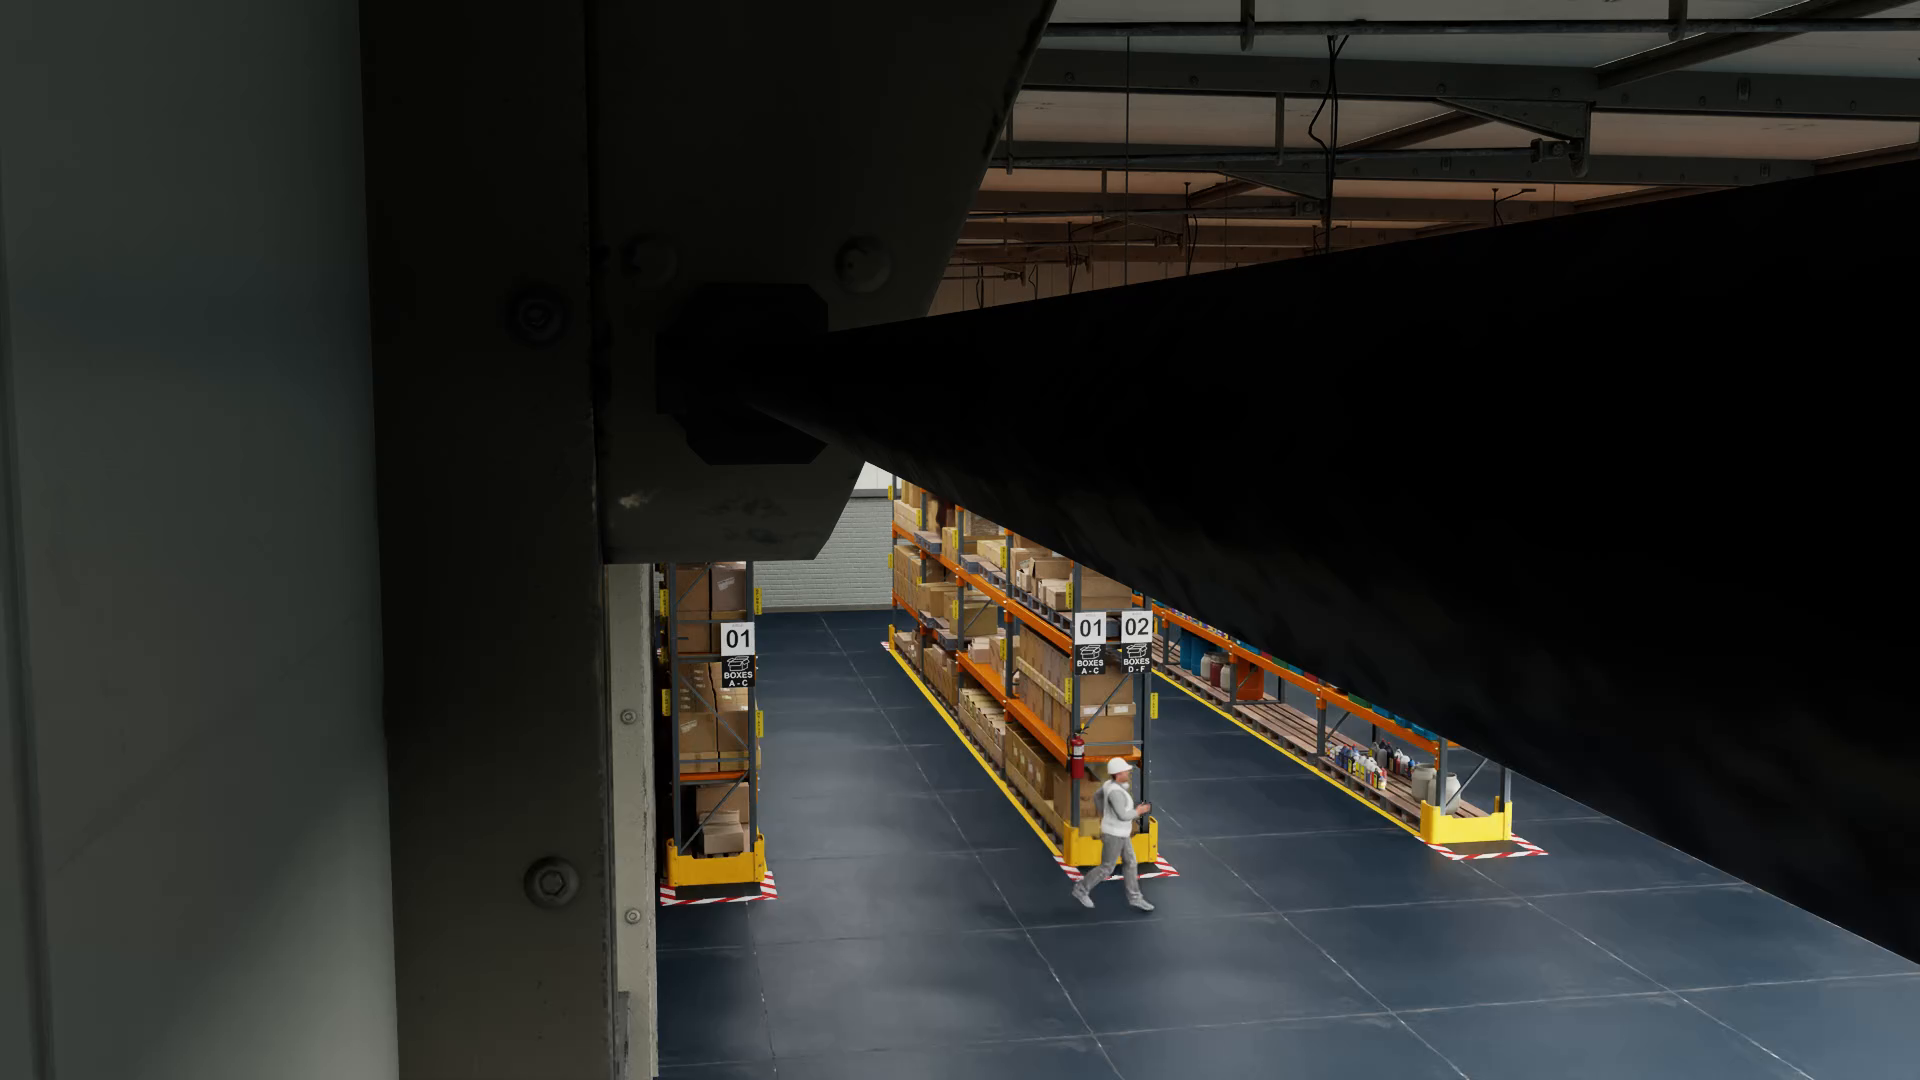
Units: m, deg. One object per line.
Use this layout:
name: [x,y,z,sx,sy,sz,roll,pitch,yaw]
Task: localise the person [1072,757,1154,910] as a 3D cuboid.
person: [1.771,3.367,19.037,0.927,1.783,0.644,1,6,5]
